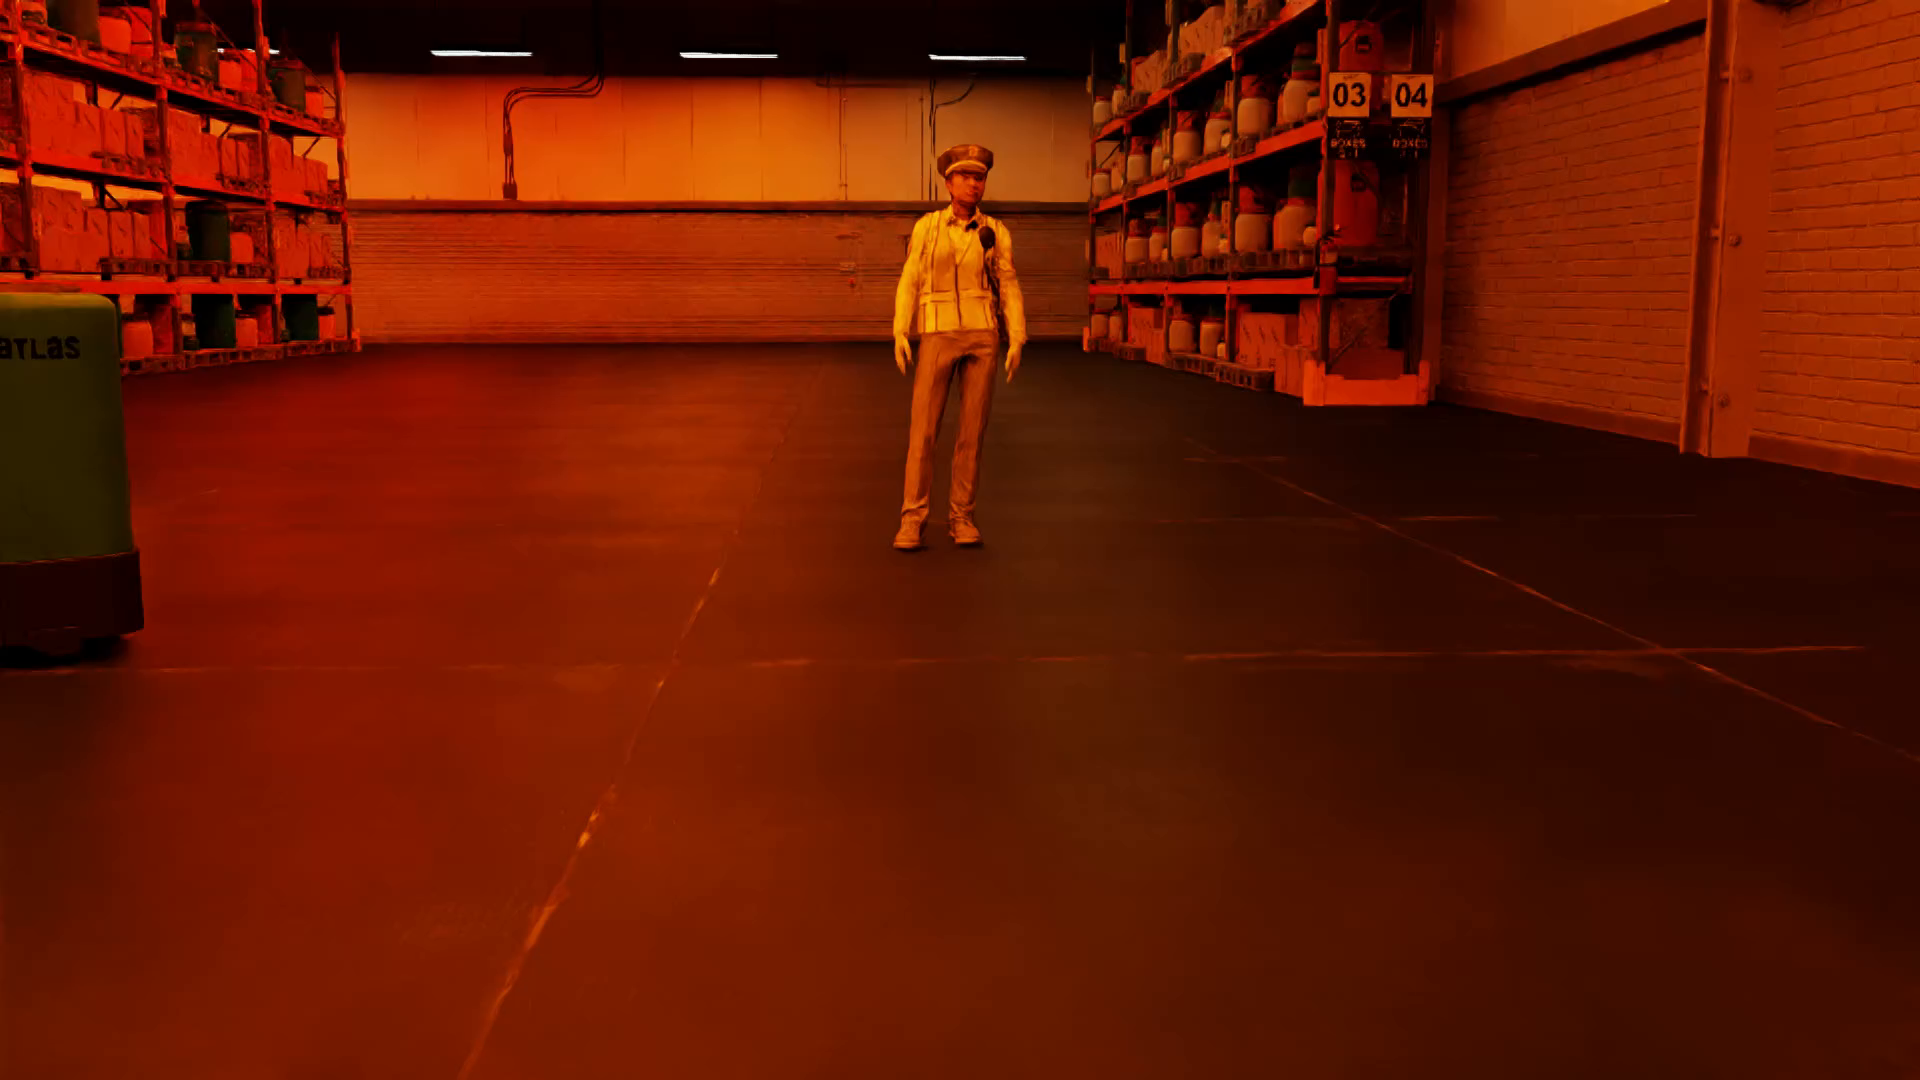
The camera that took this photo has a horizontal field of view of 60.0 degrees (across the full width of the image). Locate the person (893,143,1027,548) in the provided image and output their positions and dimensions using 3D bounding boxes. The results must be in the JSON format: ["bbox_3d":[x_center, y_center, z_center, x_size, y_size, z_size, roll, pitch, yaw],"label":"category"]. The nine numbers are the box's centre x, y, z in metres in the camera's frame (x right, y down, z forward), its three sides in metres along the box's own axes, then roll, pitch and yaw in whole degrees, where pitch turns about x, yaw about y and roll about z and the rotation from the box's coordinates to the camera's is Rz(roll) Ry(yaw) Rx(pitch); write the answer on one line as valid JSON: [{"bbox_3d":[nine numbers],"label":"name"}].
[{"bbox_3d":[-0.003,-0.836,7.117,0.586,1.695,0.532,-1,8,-4],"label":"person"}]

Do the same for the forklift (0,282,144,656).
[{"bbox_3d":[-3.962,-1.039,4.327,3.031,2.935,1.130,-6,10,-35],"label":"forklift"}]
